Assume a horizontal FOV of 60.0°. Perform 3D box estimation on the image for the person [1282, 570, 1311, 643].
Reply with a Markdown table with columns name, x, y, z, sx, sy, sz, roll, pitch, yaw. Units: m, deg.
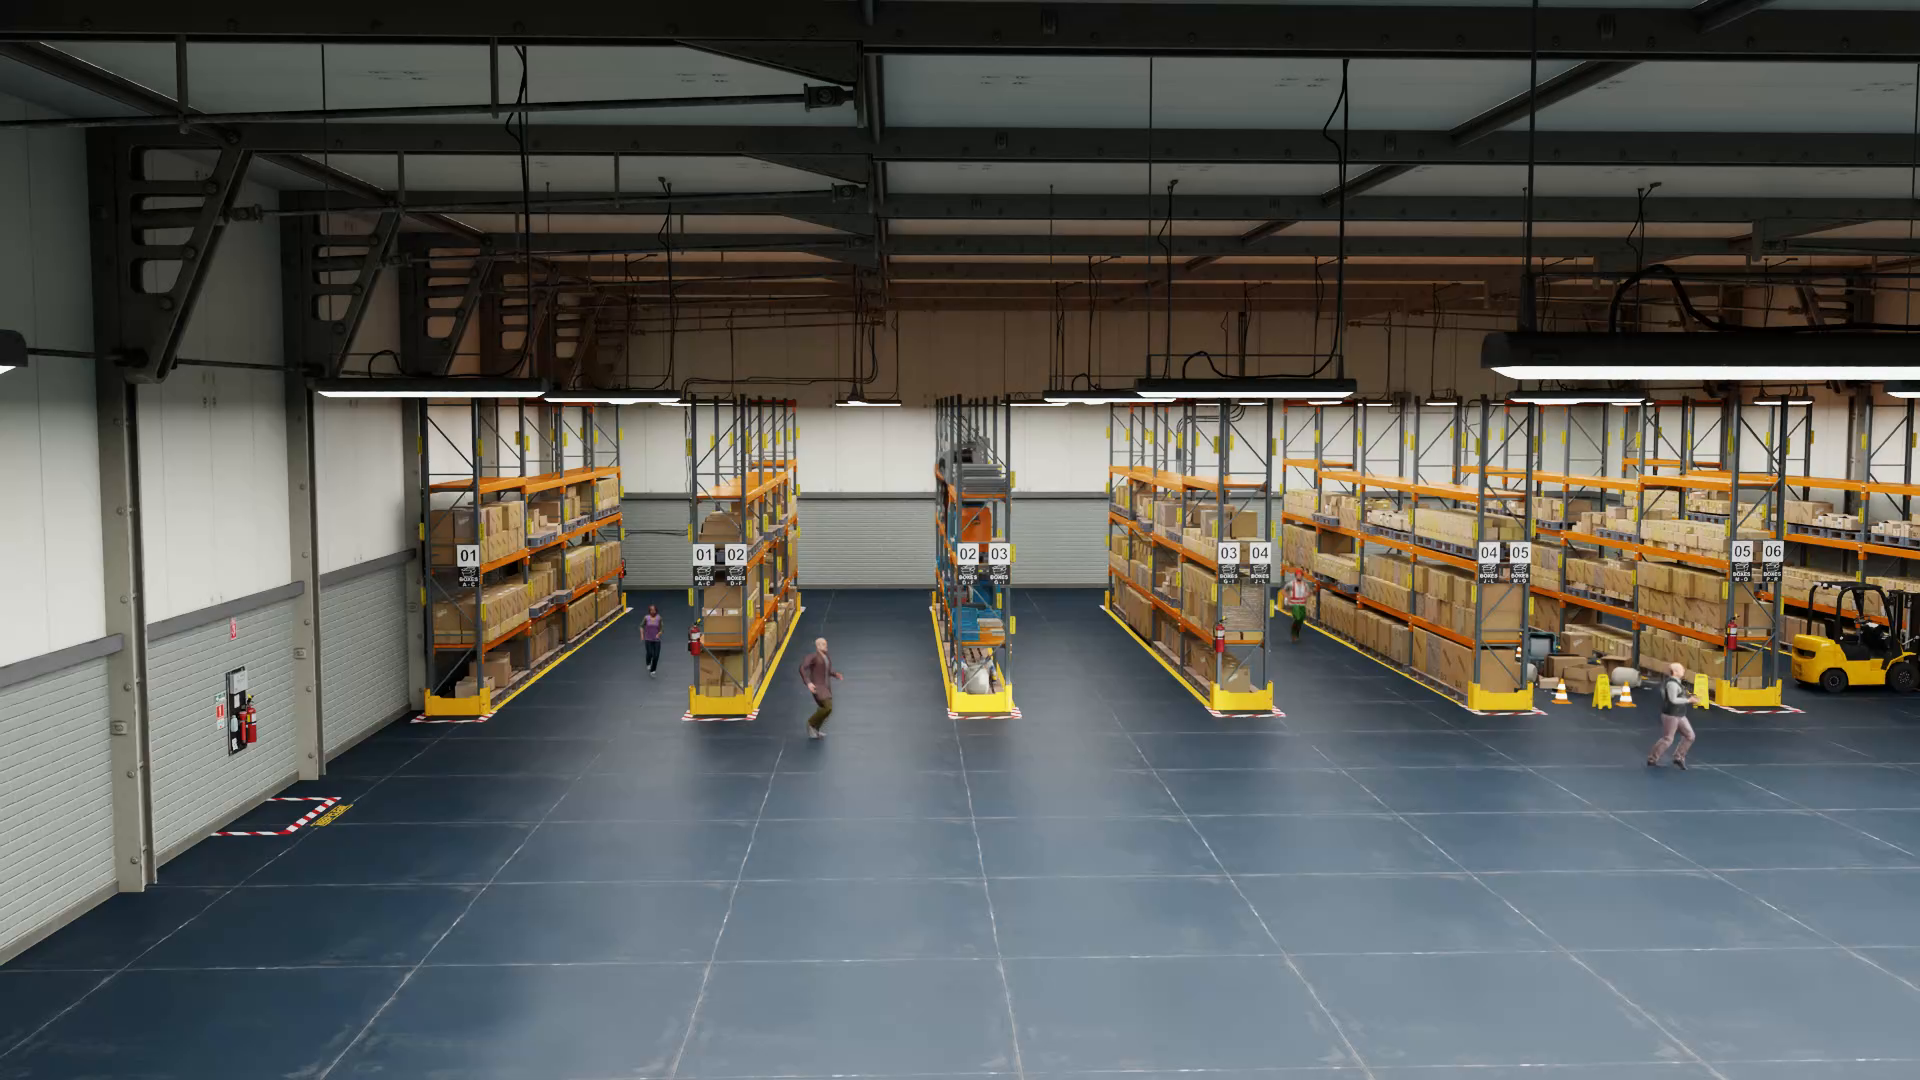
| name | x | y | z | sx | sy | sz | roll | pitch | yaw |
| --- | --- | --- | --- | --- | --- | --- | --- | --- | --- |
| person | 8.291 | 1.623 | 40.751 | 0.641 | 1.785 | 0.702 | -1 | 5 | -12 |

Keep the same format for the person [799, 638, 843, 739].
| name | x | y | z | sx | sy | sz | roll | pitch | yaw |
| --- | --- | --- | --- | --- | --- | --- | --- | --- | --- |
| person | -2.372 | 2.579 | 28.882 | 0.637 | 1.736 | 0.716 | 2 | 5 | 24 |

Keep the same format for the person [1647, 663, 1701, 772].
| name | x | y | z | sx | sy | sz | roll | pitch | yaw |
| --- | --- | --- | --- | --- | --- | --- | --- | --- | --- |
| person | 11.286 | 2.808 | 26.241 | 0.786 | 1.759 | 0.609 | 3 | 5 | 34 |

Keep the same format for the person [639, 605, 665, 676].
| name | x | y | z | sx | sy | sz | roll | pitch | yaw |
| --- | --- | --- | --- | --- | --- | --- | --- | --- | --- |
| person | -6.558 | 2.153 | 35.460 | 0.515 | 1.556 | 0.629 | -1 | 5 | -16 |
